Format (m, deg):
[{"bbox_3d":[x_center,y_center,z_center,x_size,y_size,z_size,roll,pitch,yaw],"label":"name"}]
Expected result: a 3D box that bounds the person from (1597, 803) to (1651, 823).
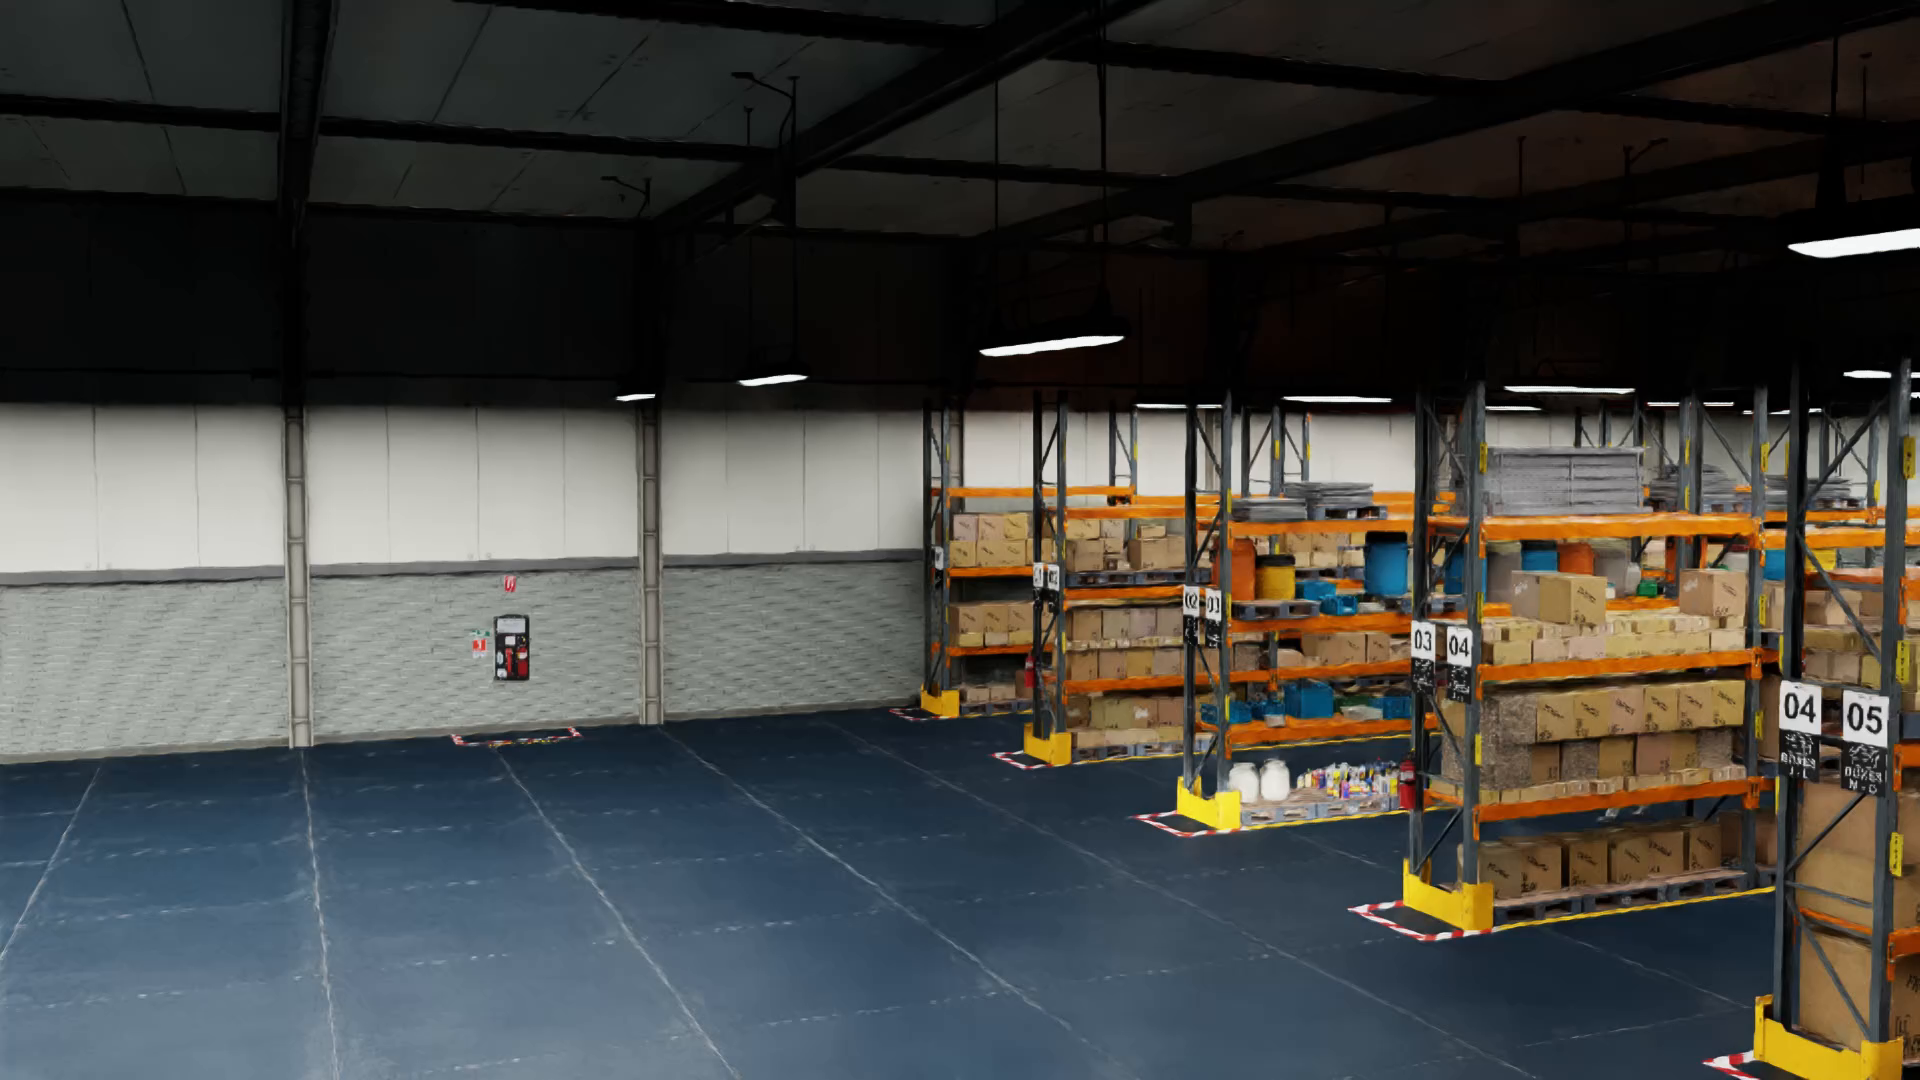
[{"bbox_3d":[9.042,3.024,22.672,1.090,1.583,0.497,-1,4,-20],"label":"person"}]
